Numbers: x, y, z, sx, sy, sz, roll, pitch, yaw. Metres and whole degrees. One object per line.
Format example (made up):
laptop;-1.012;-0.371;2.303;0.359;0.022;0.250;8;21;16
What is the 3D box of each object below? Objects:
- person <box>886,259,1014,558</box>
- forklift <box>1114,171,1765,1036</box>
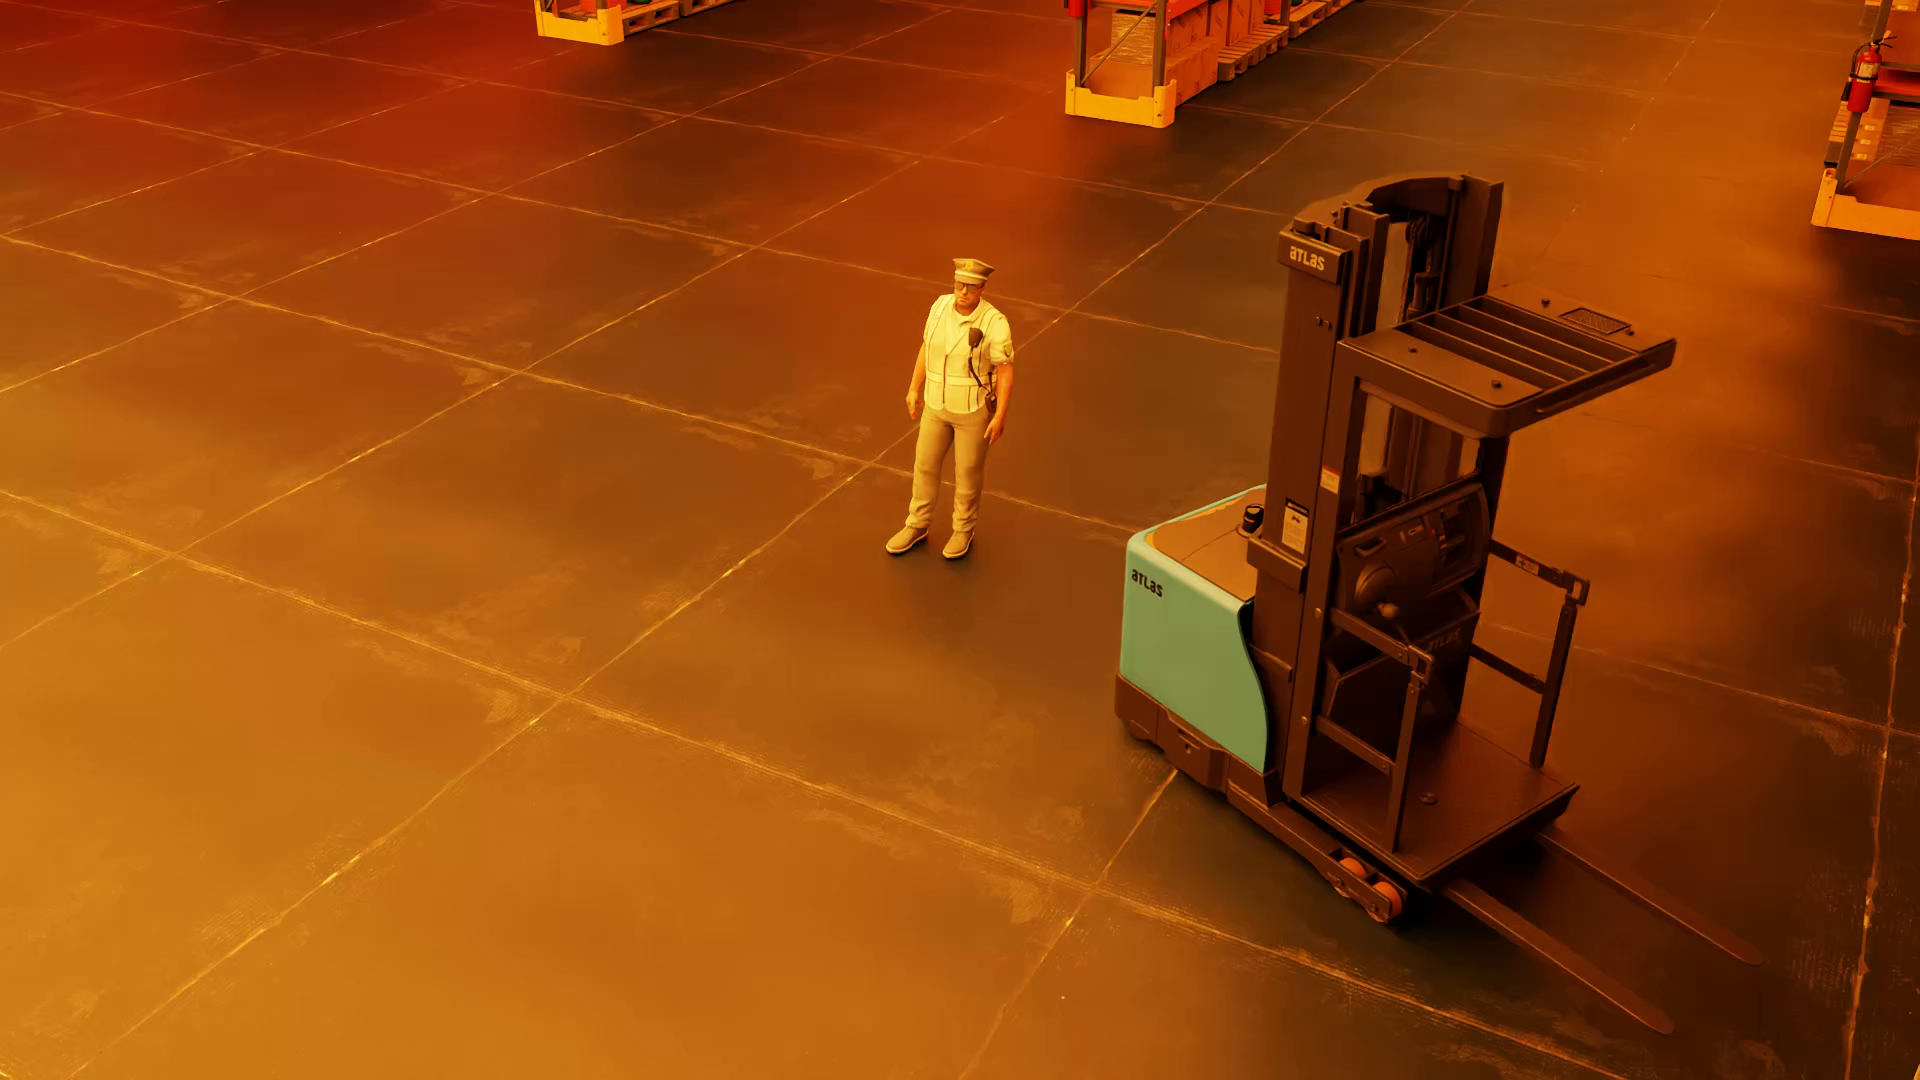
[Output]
person;-0.048;-0.747;9.499;0.641;1.781;0.574;15;33;25
forklift;2.054;0.094;6.908;1.130;2.935;3.031;-20;36;-31
